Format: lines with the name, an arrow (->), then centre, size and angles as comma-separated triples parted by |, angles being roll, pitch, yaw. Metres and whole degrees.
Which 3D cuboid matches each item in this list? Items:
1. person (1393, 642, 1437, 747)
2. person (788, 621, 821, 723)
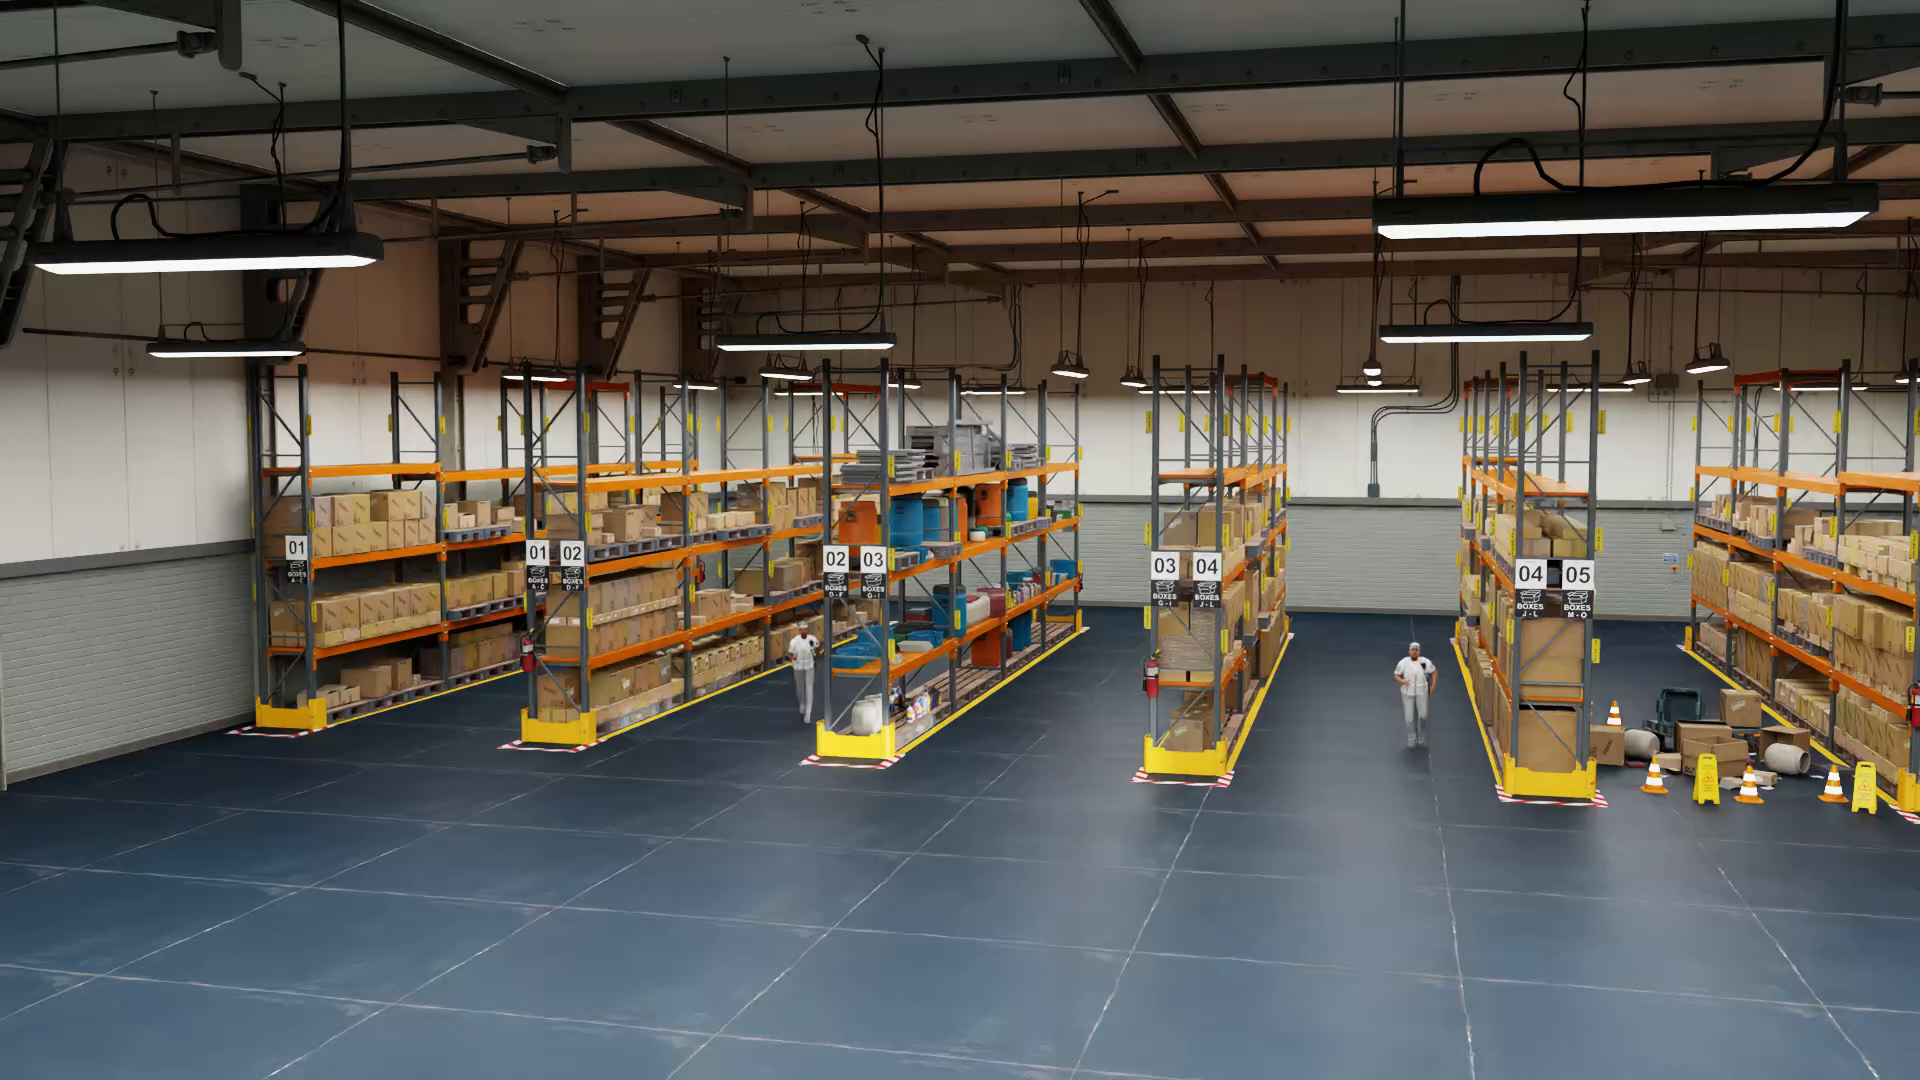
person -> 7.041, 2.408, 25.722 | 0.661, 1.626, 0.551 | 1, 4, 15
person -> -2.648, 2.201, 28.296 | 0.549, 1.696, 0.924 | 0, 4, -2
